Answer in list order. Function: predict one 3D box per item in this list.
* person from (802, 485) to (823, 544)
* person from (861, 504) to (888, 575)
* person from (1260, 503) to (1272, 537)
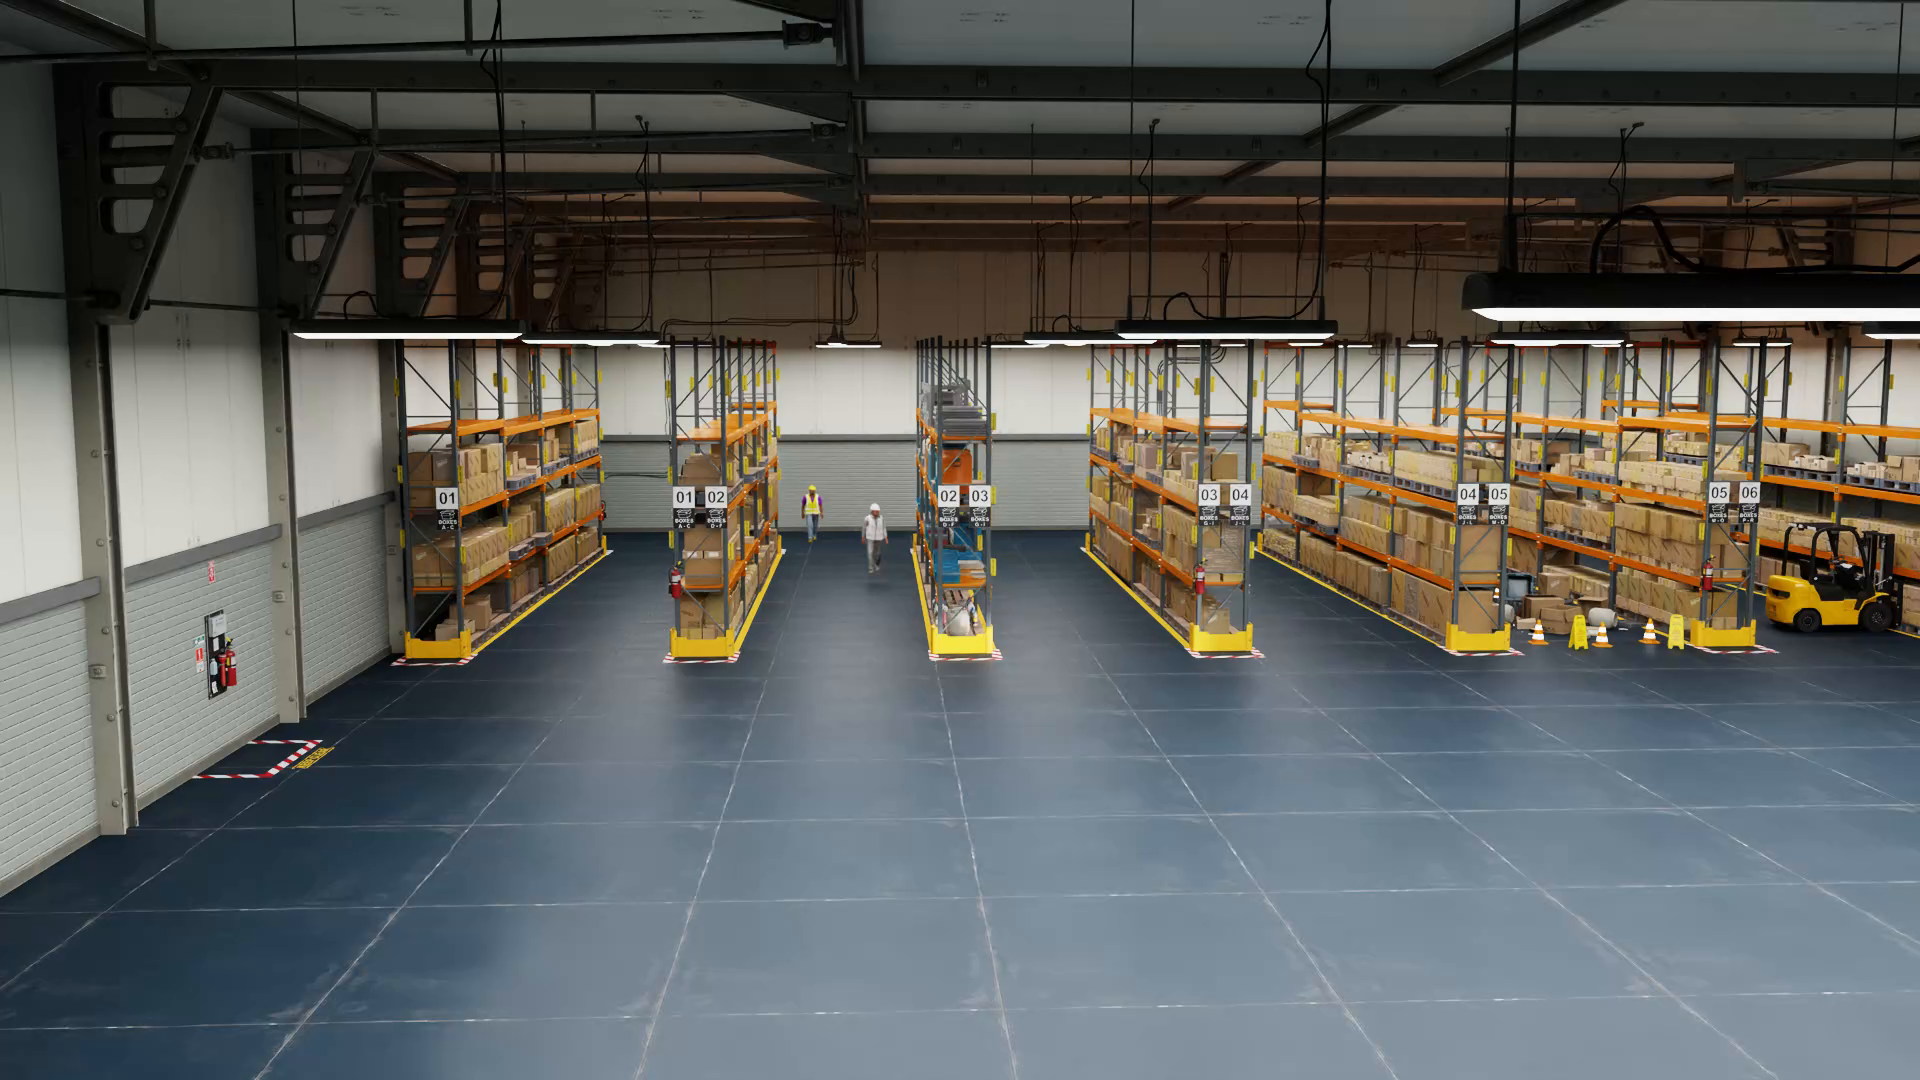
[{"bbox_3d":[-4.401,-0.775,49.648,0.623,1.716,1.078,-1,7,-9],"label":"person"},{"bbox_3d":[-2.090,-0.034,40.685,0.650,1.722,1.035,-1,7,-5],"label":"person"},{"bbox_3d":[9.099,-0.689,49.013,0.535,1.665,0.498,-2,7,-17],"label":"person"}]
